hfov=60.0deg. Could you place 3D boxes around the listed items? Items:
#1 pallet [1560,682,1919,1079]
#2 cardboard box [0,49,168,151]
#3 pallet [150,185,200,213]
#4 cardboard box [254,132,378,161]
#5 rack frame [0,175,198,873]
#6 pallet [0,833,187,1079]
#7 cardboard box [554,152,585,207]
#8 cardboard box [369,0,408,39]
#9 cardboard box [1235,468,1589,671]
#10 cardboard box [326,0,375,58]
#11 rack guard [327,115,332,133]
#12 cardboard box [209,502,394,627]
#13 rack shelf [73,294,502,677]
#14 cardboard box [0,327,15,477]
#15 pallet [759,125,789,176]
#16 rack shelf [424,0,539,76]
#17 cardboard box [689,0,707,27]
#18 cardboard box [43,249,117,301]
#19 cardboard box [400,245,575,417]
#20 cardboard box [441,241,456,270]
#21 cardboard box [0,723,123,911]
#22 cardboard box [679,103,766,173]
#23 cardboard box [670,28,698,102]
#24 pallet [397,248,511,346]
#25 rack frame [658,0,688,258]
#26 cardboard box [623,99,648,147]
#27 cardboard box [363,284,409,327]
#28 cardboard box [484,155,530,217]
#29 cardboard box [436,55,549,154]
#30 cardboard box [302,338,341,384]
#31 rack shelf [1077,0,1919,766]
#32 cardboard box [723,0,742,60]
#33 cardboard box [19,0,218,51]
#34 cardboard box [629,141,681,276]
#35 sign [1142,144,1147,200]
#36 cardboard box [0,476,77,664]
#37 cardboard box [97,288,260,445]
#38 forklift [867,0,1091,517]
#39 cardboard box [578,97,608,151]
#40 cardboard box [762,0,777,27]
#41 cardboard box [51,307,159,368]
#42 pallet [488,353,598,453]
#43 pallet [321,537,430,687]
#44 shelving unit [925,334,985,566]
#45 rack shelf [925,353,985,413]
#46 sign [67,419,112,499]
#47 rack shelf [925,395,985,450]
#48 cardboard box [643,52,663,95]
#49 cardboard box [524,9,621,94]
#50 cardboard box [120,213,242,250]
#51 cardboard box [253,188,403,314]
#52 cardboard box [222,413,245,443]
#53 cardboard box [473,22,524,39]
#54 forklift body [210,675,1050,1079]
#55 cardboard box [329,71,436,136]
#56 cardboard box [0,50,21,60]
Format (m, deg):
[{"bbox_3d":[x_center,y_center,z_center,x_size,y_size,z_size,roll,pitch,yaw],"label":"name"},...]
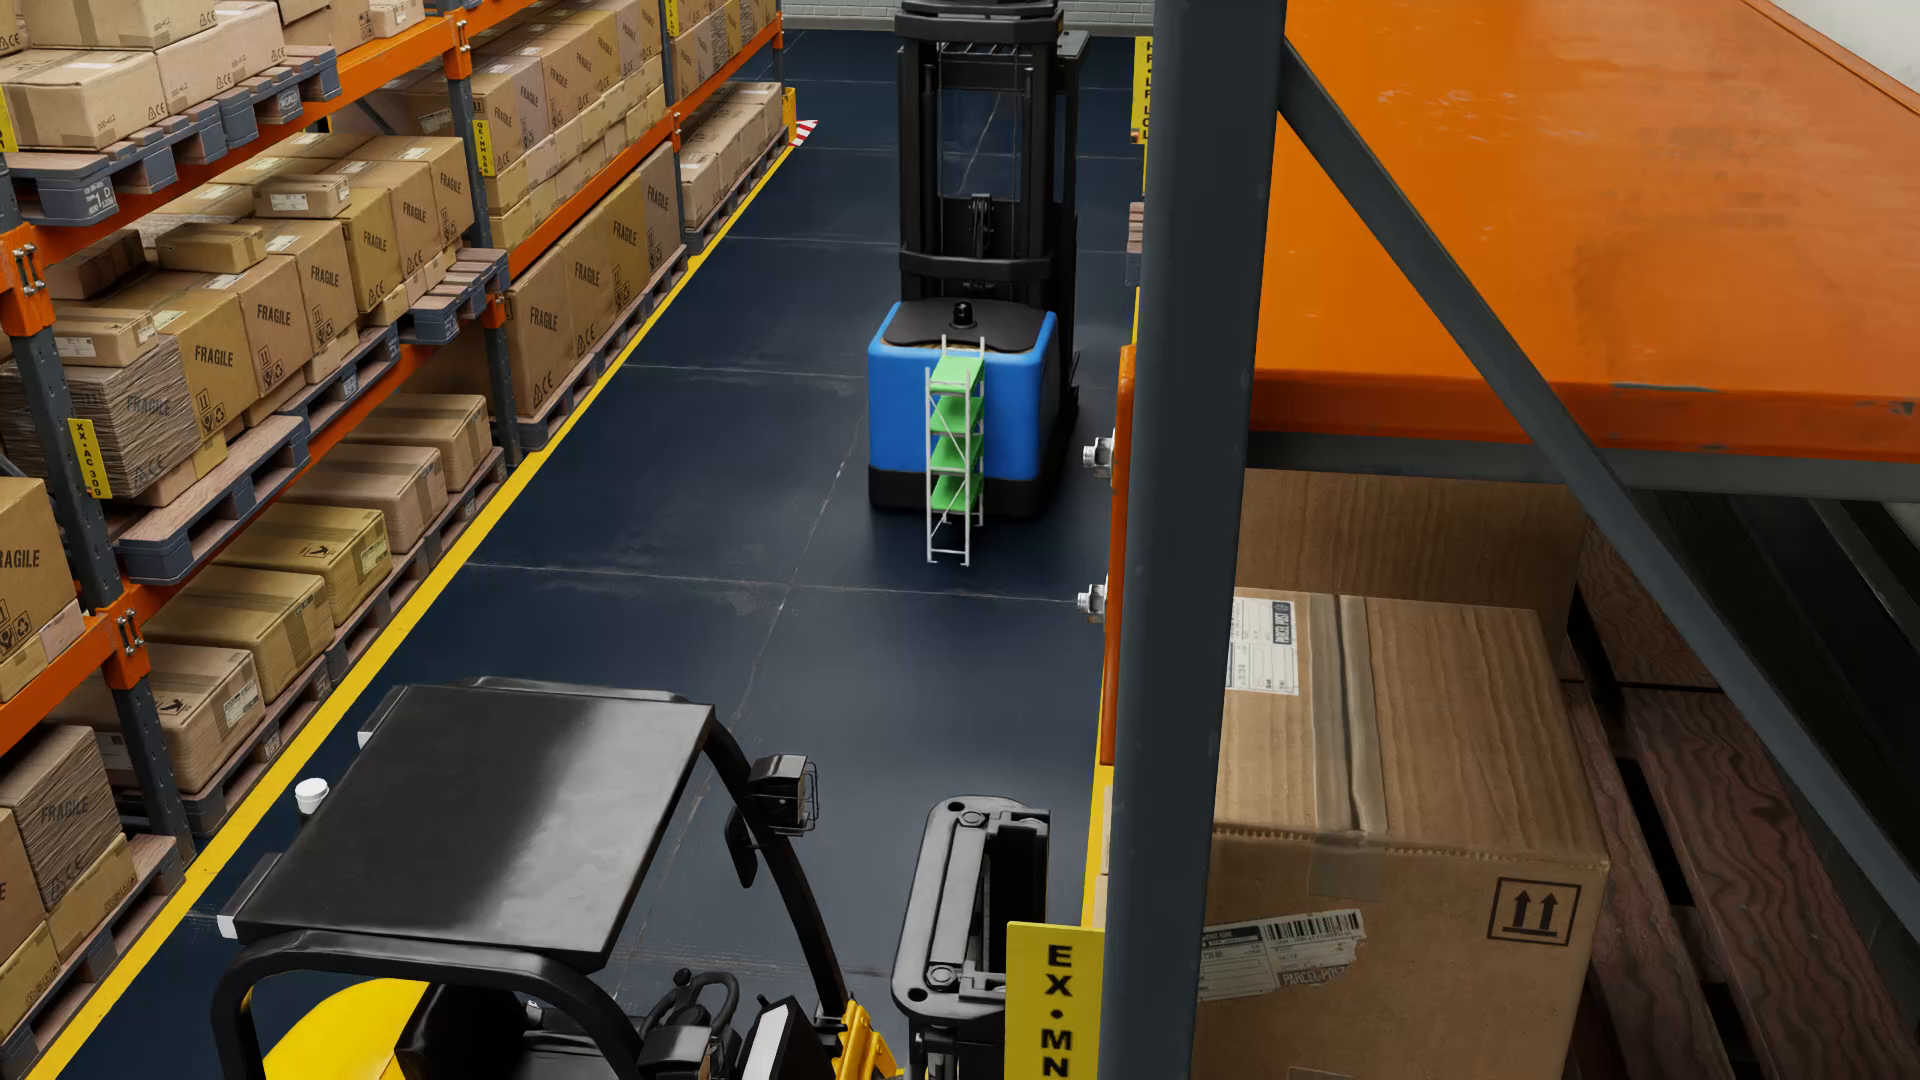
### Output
[{"bbox_3d":[0.743,0.606,2.392,1.003,0.211,1.213,3,28,6],"label":"pallet"},{"bbox_3d":[-3.336,-1.641,6.187,0.500,0.250,0.500,3,28,5],"label":"cardboard box"},{"bbox_3d":[-7.704,-3.047,15.182,1.003,0.211,1.213,3,28,6],"label":"pallet"},{"bbox_3d":[-3.601,-1.995,9.428,0.500,0.500,0.500,3,28,5],"label":"cardboard box"},{"bbox_3d":[-3.806,0.050,6.495,1.000,3.000,0.127,3,28,6],"label":"rack frame"},{"bbox_3d":[-3.853,1.596,6.566,1.003,0.211,1.213,3,28,6],"label":"pallet"},{"bbox_3d":[-2.891,-2.472,11.334,0.500,0.250,0.500,4,29,8],"label":"cardboard box"},{"bbox_3d":[-3.168,-2.765,8.822,0.380,0.149,0.250,3,28,6],"label":"cardboard box"},{"bbox_3d":[0.668,-0.073,2.907,0.700,0.500,0.500,4,29,7],"label":"cardboard box"},{"bbox_3d":[-3.442,-2.752,8.428,0.700,0.500,0.500,3,28,6],"label":"cardboard box"},{"bbox_3d":[-7.270,-4.703,17.952,1.175,0.500,0.348,3,28,6],"label":"rack guard"},{"bbox_3d":[-3.576,0.109,8.713,0.950,0.372,0.625,4,29,8],"label":"cardboard box"},{"bbox_3d":[-3.561,-0.575,8.413,1.077,0.370,4.000,3,28,6],"label":"rack shelf"},{"bbox_3d":[-3.977,-0.541,6.729,0.500,0.500,0.500,3,28,5],"label":"cardboard box"},{"bbox_3d":[-2.356,-3.990,16.934,1.003,0.211,1.213,3,28,6],"label":"pallet"},{"bbox_3d":[-3.071,-3.778,11.197,1.077,0.370,4.000,3,28,6],"label":"rack shelf"},{"bbox_3d":[-2.459,-4.648,14.055,0.500,0.500,0.500,3,28,6],"label":"cardboard box"},{"bbox_3d":[-3.902,-1.151,7.178,0.380,0.149,0.250,3,28,5],"label":"cardboard box"},{"bbox_3d":[-3.149,-1.403,10.989,0.875,0.875,0.875,3,28,6],"label":"cardboard box"},{"bbox_3d":[-3.084,-1.609,9.396,0.380,0.149,0.250,4,29,7],"label":"cardboard box"},{"bbox_3d":[-3.612,1.039,6.324,0.500,0.500,0.500,3,28,5],"label":"cardboard box"},{"bbox_3d":[-2.421,-3.908,16.100,0.875,0.438,0.875,4,29,8],"label":"cardboard box"},{"bbox_3d":[-2.508,-3.966,13.843,0.500,0.500,0.500,4,29,8],"label":"cardboard box"},{"bbox_3d":[-3.297,-1.407,9.401,1.213,0.211,1.003,3,28,6],"label":"pallet"},{"bbox_3d":[-2.826,-3.716,13.485,1.000,3.000,0.127,3,28,6],"label":"rack frame"},{"bbox_3d":[-2.694,-3.184,12.656,0.500,0.250,0.500,3,28,5],"label":"cardboard box"},{"bbox_3d":[-3.128,-1.239,8.710,0.380,0.149,0.250,4,29,7],"label":"cardboard box"},{"bbox_3d":[-3.009,-2.211,10.323,0.500,0.250,0.500,3,28,6],"label":"cardboard box"},{"bbox_3d":[-2.962,-2.769,10.568,0.500,0.500,0.500,3,29,6],"label":"cardboard box"},{"bbox_3d":[-3.237,-0.878,8.040,0.380,0.149,0.250,4,29,8],"label":"cardboard box"},{"bbox_3d":[0.876,-0.870,3.058,1.077,0.370,4.000,3,28,6],"label":"rack shelf"},{"bbox_3d":[-2.312,-4.678,15.166,0.500,0.500,0.500,4,29,8],"label":"cardboard box"},{"bbox_3d":[-3.285,-2.097,6.505,0.500,0.250,0.500,3,28,5],"label":"cardboard box"},{"bbox_3d":[-2.822,-2.669,13.339,0.875,0.875,0.875,4,29,8],"label":"cardboard box"},{"bbox_3d":[1.071,-2.048,9.252,0.100,0.325,0.005,3,28,6],"label":"sign"},{"bbox_3d":[-3.614,0.098,5.986,0.500,0.500,0.500,3,28,5],"label":"cardboard box"},{"bbox_3d":[-3.403,-0.750,7.117,0.500,0.500,0.500,3,29,6],"label":"cardboard box"},{"bbox_3d":[0.209,-2.105,10.566,1.130,2.935,3.031,5,29,9],"label":"forklift"},{"bbox_3d":[-2.796,-2.926,11.650,0.500,0.250,0.500,4,29,7],"label":"cardboard box"},{"bbox_3d":[-2.132,-5.400,16.506,0.500,0.500,0.500,4,29,6],"label":"cardboard box"},{"bbox_3d":[-3.397,-0.796,6.520,0.380,0.149,0.250,3,28,6],"label":"cardboard box"},{"bbox_3d":[-3.144,-0.972,11.332,1.003,0.211,1.213,3,28,6],"label":"pallet"},{"bbox_3d":[-3.565,0.335,8.906,1.003,0.211,1.213,3,28,6],"label":"pallet"},{"bbox_3d":[-0.025,-0.505,9.422,0.258,1.200,0.503,5,29,9],"label":"shelving unit"},{"bbox_3d":[-0.025,-0.871,9.225,0.258,0.148,0.480,5,29,9],"label":"rack shelf"},{"bbox_3d":[-3.266,-0.303,6.238,0.100,0.325,0.005,3,28,6],"label":"sign"},{"bbox_3d":[-0.025,-0.660,9.339,0.258,0.148,0.480,5,29,9],"label":"rack shelf"},{"bbox_3d":[-2.638,-3.648,12.990,0.500,0.250,0.500,3,28,6],"label":"cardboard box"},{"bbox_3d":[-2.769,-3.494,11.913,0.500,0.500,0.500,4,29,8],"label":"cardboard box"},{"bbox_3d":[-3.785,-1.264,8.071,0.500,0.500,0.500,2,28,4],"label":"cardboard box"},{"bbox_3d":[-3.209,-1.481,8.475,0.500,0.500,0.500,1,28,3],"label":"cardboard box"},{"bbox_3d":[-3.426,-0.521,7.377,0.380,0.149,0.250,5,29,9],"label":"cardboard box"},{"bbox_3d":[-3.321,-3.289,11.533,0.500,0.500,0.500,3,28,5],"label":"cardboard box"},{"bbox_3d":[-0.948,1.594,4.523,2.313,2.155,1.214,3,28,6],"label":"forklift body"},{"bbox_3d":[-3.512,-2.576,10.209,0.500,0.500,0.500,3,28,5],"label":"cardboard box"},{"bbox_3d":[-3.878,-1.673,6.245,0.500,0.250,0.500,3,28,5],"label":"cardboard box"}]
